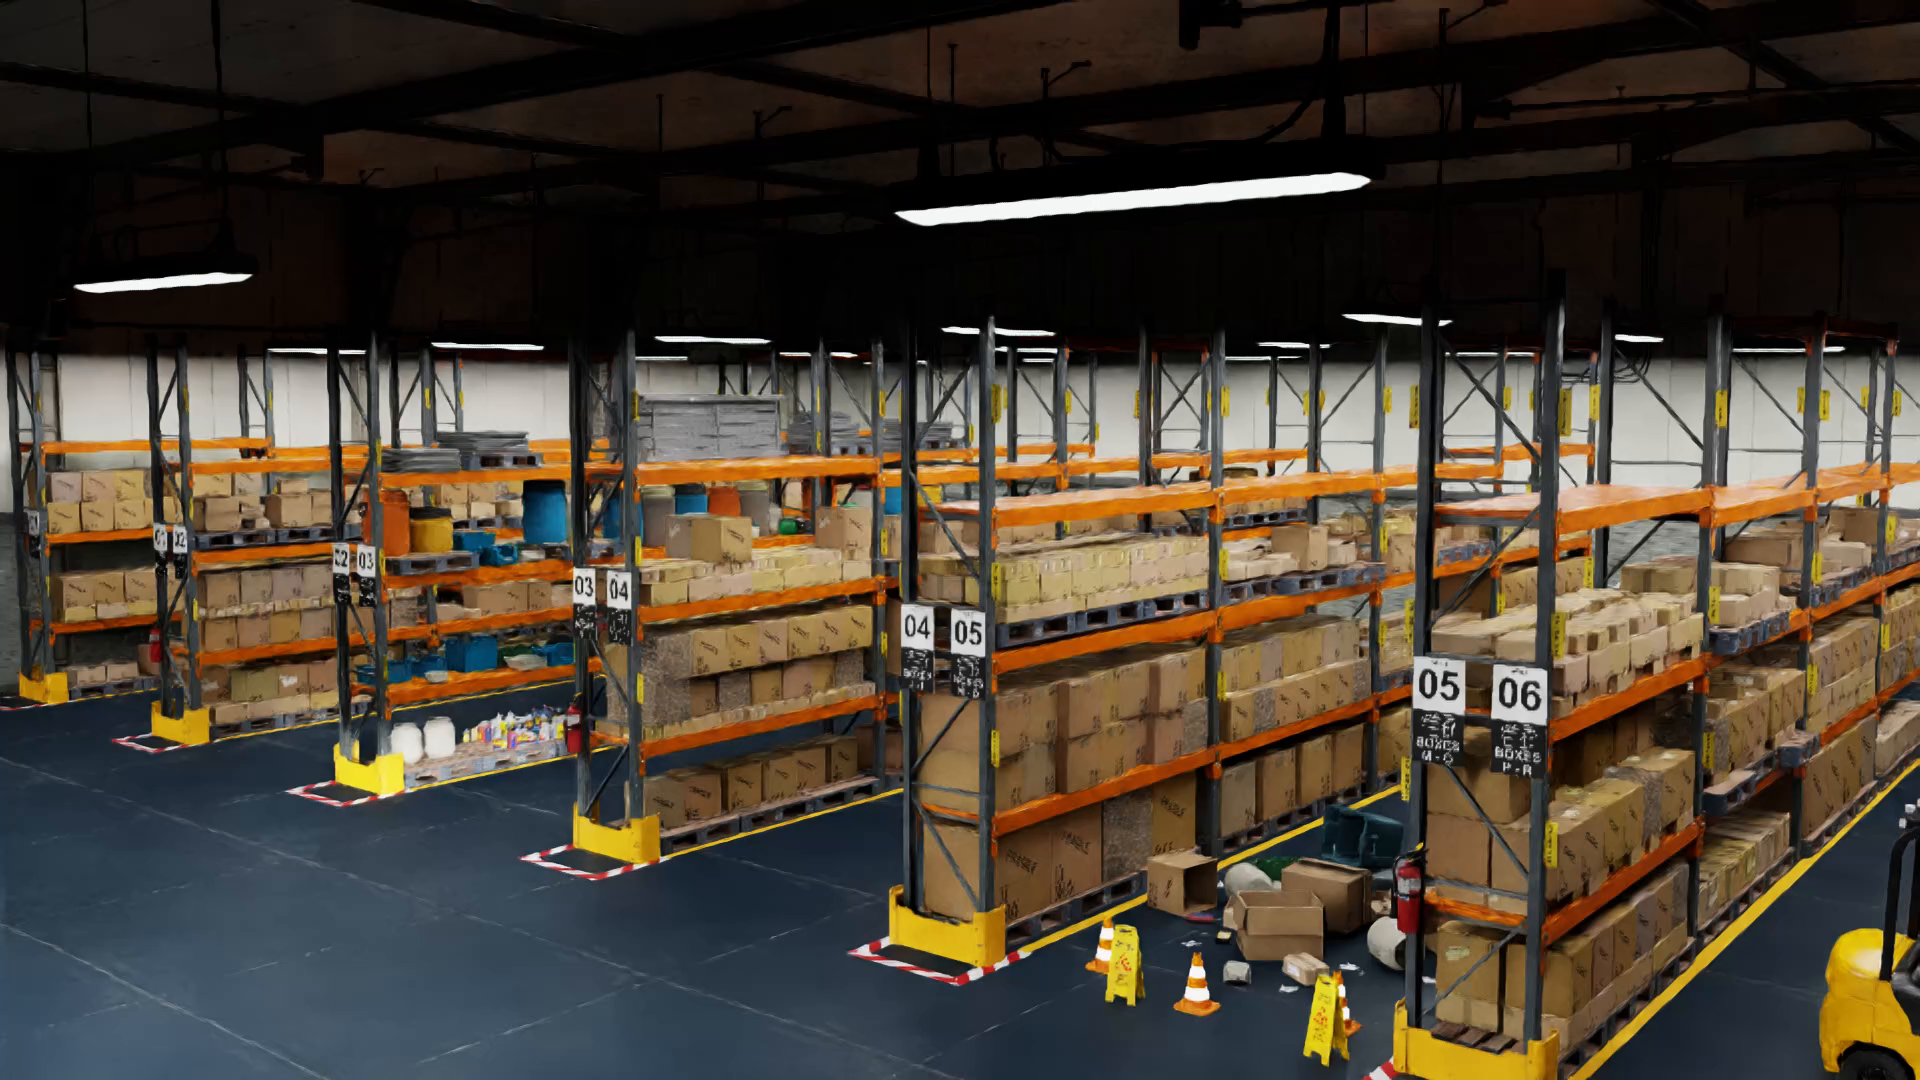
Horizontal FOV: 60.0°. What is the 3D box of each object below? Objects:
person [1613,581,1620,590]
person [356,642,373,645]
[{"bbox_3d":[11.907,1.602,29.721,0.467,1.762,0.698,1,5,9],"label":"person"},{"bbox_3d":[-10.344,1.784,29.099,0.729,1.545,0.546,4,6,37],"label":"person"}]
